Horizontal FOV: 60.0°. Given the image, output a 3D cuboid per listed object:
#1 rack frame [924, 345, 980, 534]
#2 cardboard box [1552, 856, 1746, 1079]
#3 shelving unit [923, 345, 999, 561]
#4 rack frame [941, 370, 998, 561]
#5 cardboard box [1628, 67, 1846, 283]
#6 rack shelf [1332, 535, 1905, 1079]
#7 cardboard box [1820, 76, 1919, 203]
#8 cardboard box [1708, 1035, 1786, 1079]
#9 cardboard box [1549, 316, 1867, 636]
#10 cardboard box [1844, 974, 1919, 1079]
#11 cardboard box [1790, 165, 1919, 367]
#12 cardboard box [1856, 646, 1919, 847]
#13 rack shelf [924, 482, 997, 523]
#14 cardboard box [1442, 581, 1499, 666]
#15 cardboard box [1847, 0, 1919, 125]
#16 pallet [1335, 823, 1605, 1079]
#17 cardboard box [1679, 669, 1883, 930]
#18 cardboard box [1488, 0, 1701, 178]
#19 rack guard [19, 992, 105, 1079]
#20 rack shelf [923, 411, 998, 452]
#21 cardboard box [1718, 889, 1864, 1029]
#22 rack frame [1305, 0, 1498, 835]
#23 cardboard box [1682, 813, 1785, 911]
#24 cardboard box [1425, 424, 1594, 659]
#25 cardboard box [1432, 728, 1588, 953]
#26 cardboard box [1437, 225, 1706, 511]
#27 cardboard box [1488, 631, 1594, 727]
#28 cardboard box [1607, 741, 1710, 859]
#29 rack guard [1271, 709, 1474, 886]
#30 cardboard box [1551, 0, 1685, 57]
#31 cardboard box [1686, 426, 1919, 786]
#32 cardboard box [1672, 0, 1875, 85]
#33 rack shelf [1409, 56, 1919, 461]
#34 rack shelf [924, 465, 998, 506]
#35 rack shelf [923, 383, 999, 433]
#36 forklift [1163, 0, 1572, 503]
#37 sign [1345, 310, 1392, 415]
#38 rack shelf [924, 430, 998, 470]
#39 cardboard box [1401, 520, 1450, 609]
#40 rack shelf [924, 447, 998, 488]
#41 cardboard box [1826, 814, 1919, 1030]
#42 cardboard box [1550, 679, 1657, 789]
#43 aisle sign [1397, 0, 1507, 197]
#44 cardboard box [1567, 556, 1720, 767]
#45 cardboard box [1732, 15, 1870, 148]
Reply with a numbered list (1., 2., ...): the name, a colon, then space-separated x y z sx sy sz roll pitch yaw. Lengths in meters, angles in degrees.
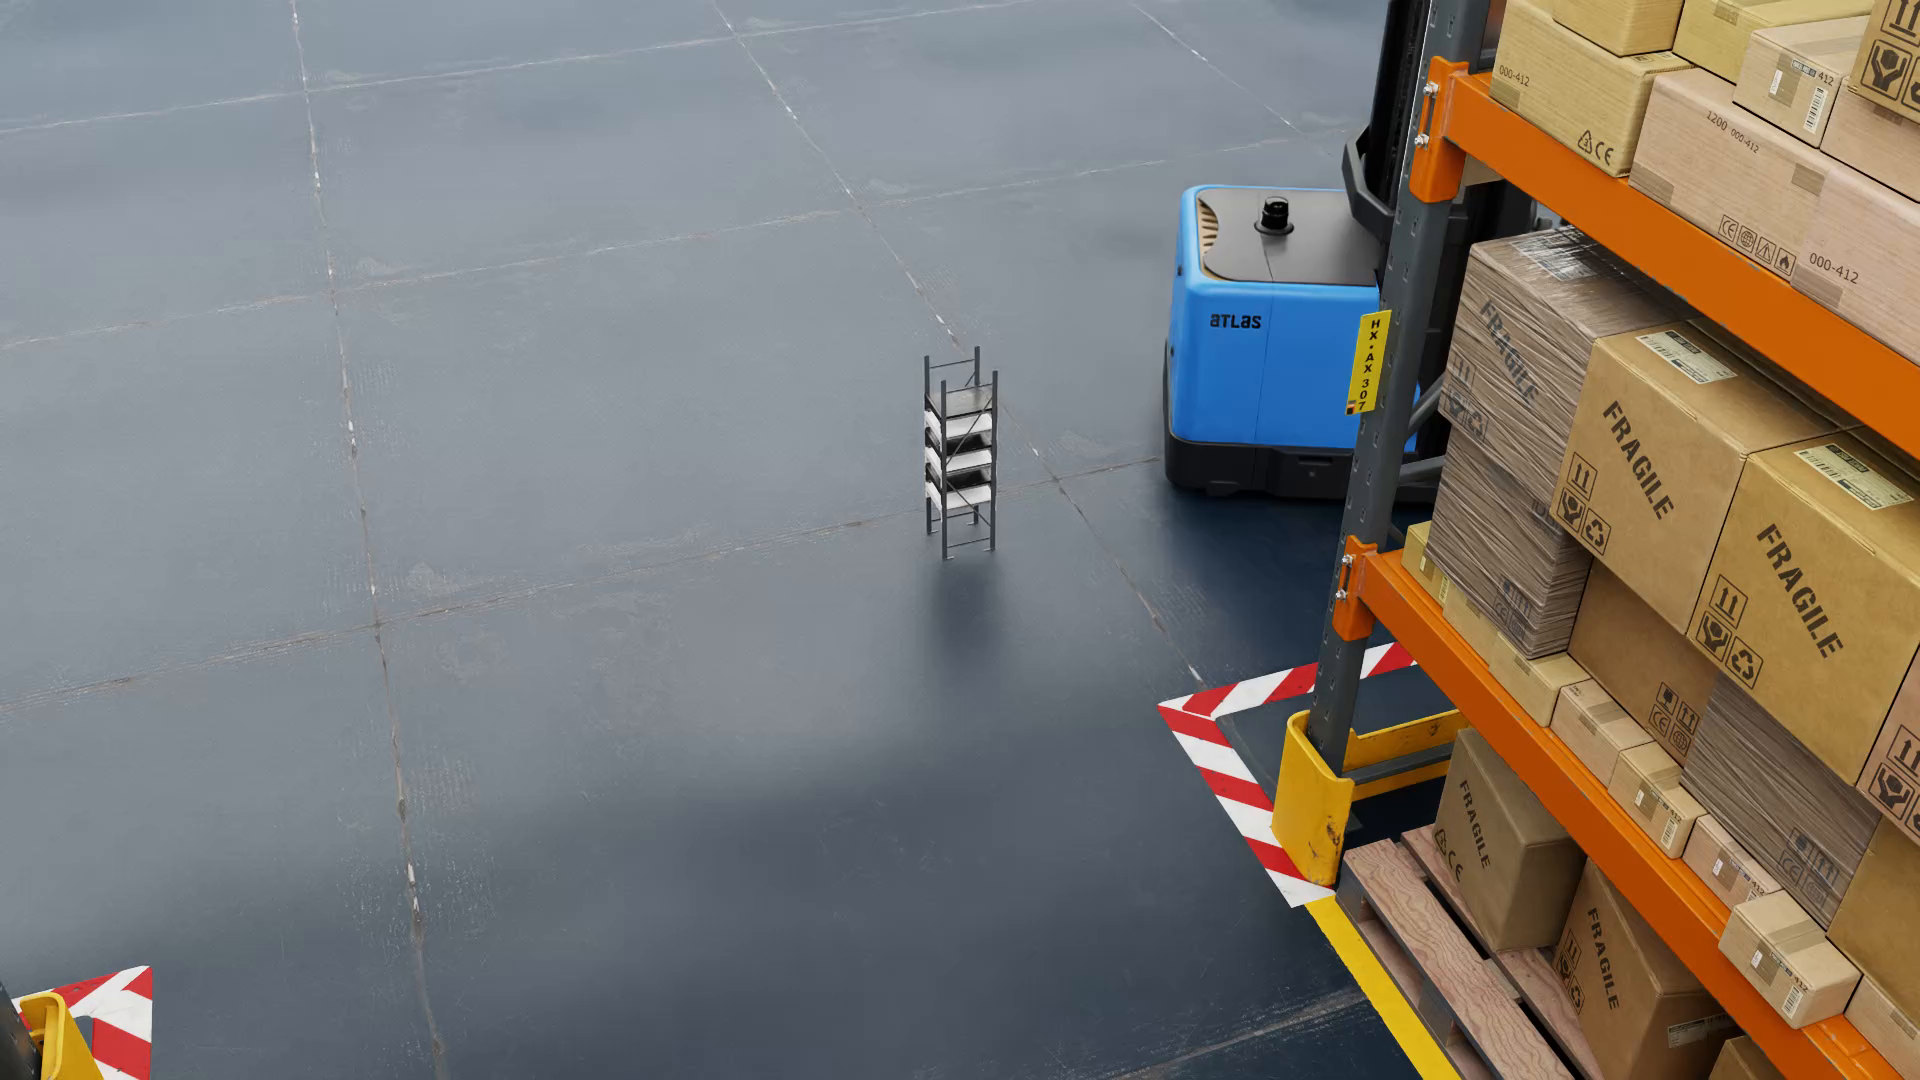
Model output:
1. rack frame: -0.032 -0.412 7.049 0.240 0.900 0.006 -12 39 -16
2. cardboard box: 2.103 1.252 4.823 0.500 0.500 0.500 -3 37 -4
3. shelving unit: 0.003 -0.355 6.973 0.258 0.900 0.210 -12 39 -16
4. rack frame: 0.038 -0.297 6.897 0.240 0.900 0.006 -12 39 -16
5. cardboard box: 1.772 -0.788 3.435 0.500 0.250 0.500 -13 39 -17
6. rack shelf: 2.354 1.151 3.826 1.077 0.370 4.000 -12 39 -16
7. cardboard box: 1.851 -0.769 3.078 0.380 0.149 0.250 -13 39 -16
8. cardboard box: 2.300 1.609 4.349 0.500 0.500 0.500 -9 38 -12
9. cardboard box: 1.765 -0.173 3.825 0.500 0.500 0.500 -12 39 -16
10. cardboard box: 2.176 1.026 3.603 0.380 0.149 0.250 -12 39 -16
11. cardboard box: 1.939 -0.507 3.062 0.500 0.250 0.500 -13 39 -16
12. cardboard box: 2.116 0.391 3.077 0.500 0.500 0.500 -12 39 -16
13. rack shelf: 0.003 -0.184 7.102 0.258 0.077 0.200 -12 39 -16
14. cardboard box: 1.608 0.190 4.713 0.380 0.149 0.250 -12 39 -16
15. cardboard box: 1.923 -0.928 2.749 0.500 0.500 0.500 -13 39 -16
16. pallet: 1.938 1.357 5.273 1.003 0.211 1.213 -12 39 -16
17. cardboard box: 2.245 0.441 3.841 0.875 0.500 0.500 -12 39 -16
18. cardboard box: 1.589 -1.078 3.820 0.500 0.250 0.500 -11 38 -15
19. rack guard: -3.034 1.689 4.592 1.175 0.500 0.348 -12 39 -16
20. rack shelf: 0.003 -0.472 6.885 0.258 0.077 0.200 -12 39 -16
21. cardboard box: 1.965 0.912 3.754 0.380 0.149 0.250 -12 39 -16
22. rack frame: 1.666 -0.266 5.110 1.000 3.000 0.127 -12 39 -16
23. cardboard box: 1.976 0.750 3.970 0.380 0.149 0.250 -12 39 -16
24. cardboard box: 1.829 -0.108 4.570 0.875 0.500 0.500 -12 39 -16
25. cardboard box: 1.865 0.921 5.262 0.500 0.500 0.500 -6 37 -7
26. cardboard box: 1.599 -0.457 4.202 0.500 0.500 0.500 -12 39 -16
27. cardboard box: 1.680 0.335 4.522 0.380 0.149 0.250 -12 39 -16
28. cardboard box: 1.865 0.614 4.150 0.380 0.149 0.250 -12 39 -16
29. rack guard: 1.692 0.776 5.805 1.175 0.500 0.348 -12 39 -16
30. cardboard box: 1.542 -1.193 3.641 0.380 0.149 0.250 -12 39 -15
31. cardboard box: 1.938 0.109 3.450 0.500 0.500 0.500 -12 39 -16
32. cardboard box: 1.744 -1.076 3.486 0.380 0.149 0.250 -13 39 -17
33. rack shelf: 2.354 -0.047 2.924 1.077 0.370 4.000 -12 39 -16
34. rack shelf: 0.003 -0.256 7.047 0.258 0.077 0.200 -12 39 -16
35. rack shelf: 0.003 -0.544 6.831 0.258 0.077 0.200 -12 39 -16
36. forklift: 2.474 -1.590 6.925 3.031 2.935 1.130 3 37 4
37. sign: 1.156 -0.499 4.700 0.100 0.325 0.005 -12 39 -16
38. rack shelf: 0.003 -0.400 6.939 0.258 0.077 0.200 -12 39 -16
39. cardboard box: 1.540 0.045 4.906 0.380 0.149 0.250 -12 39 -16
40. rack shelf: 0.003 -0.328 6.993 0.258 0.077 0.200 -12 39 -16
41. cardboard box: 2.406 0.726 3.463 0.875 0.500 0.500 -12 39 -16
42. cardboard box: 1.785 0.471 4.340 0.380 0.149 0.250 -12 39 -16
43. aisle sign: 1.363 -1.277 4.291 0.394 0.787 0.004 -12 39 -16
44. cardboard box: 2.114 0.150 4.228 0.875 0.500 0.500 -12 39 -16
45. cardboard box: 1.771 -0.907 3.262 0.380 0.149 0.250 -11 38 -14
